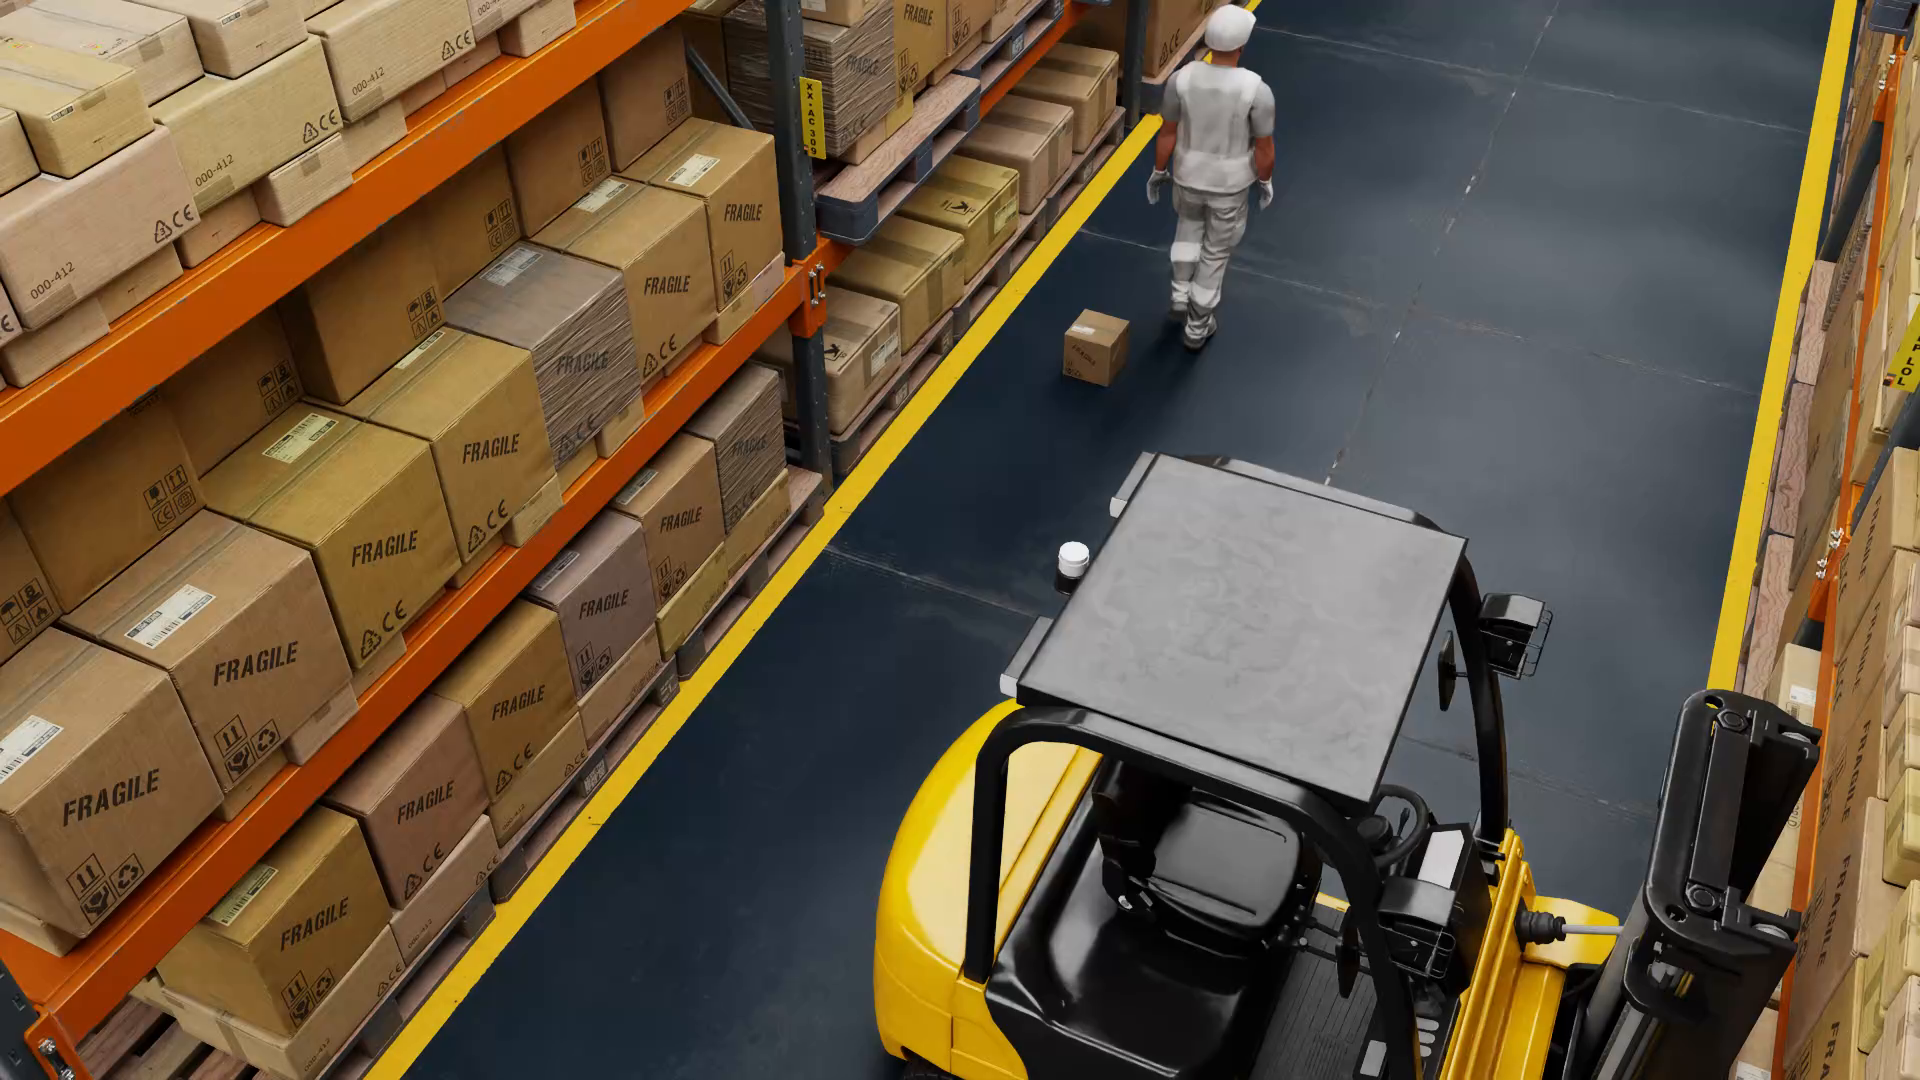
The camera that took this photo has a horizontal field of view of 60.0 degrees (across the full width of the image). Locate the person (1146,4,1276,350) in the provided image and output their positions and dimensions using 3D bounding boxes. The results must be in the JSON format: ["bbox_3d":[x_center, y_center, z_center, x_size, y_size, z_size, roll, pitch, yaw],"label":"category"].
[{"bbox_3d":[1.239,-1.775,8.108,0.594,1.804,0.467,17,45,19],"label":"person"}]
